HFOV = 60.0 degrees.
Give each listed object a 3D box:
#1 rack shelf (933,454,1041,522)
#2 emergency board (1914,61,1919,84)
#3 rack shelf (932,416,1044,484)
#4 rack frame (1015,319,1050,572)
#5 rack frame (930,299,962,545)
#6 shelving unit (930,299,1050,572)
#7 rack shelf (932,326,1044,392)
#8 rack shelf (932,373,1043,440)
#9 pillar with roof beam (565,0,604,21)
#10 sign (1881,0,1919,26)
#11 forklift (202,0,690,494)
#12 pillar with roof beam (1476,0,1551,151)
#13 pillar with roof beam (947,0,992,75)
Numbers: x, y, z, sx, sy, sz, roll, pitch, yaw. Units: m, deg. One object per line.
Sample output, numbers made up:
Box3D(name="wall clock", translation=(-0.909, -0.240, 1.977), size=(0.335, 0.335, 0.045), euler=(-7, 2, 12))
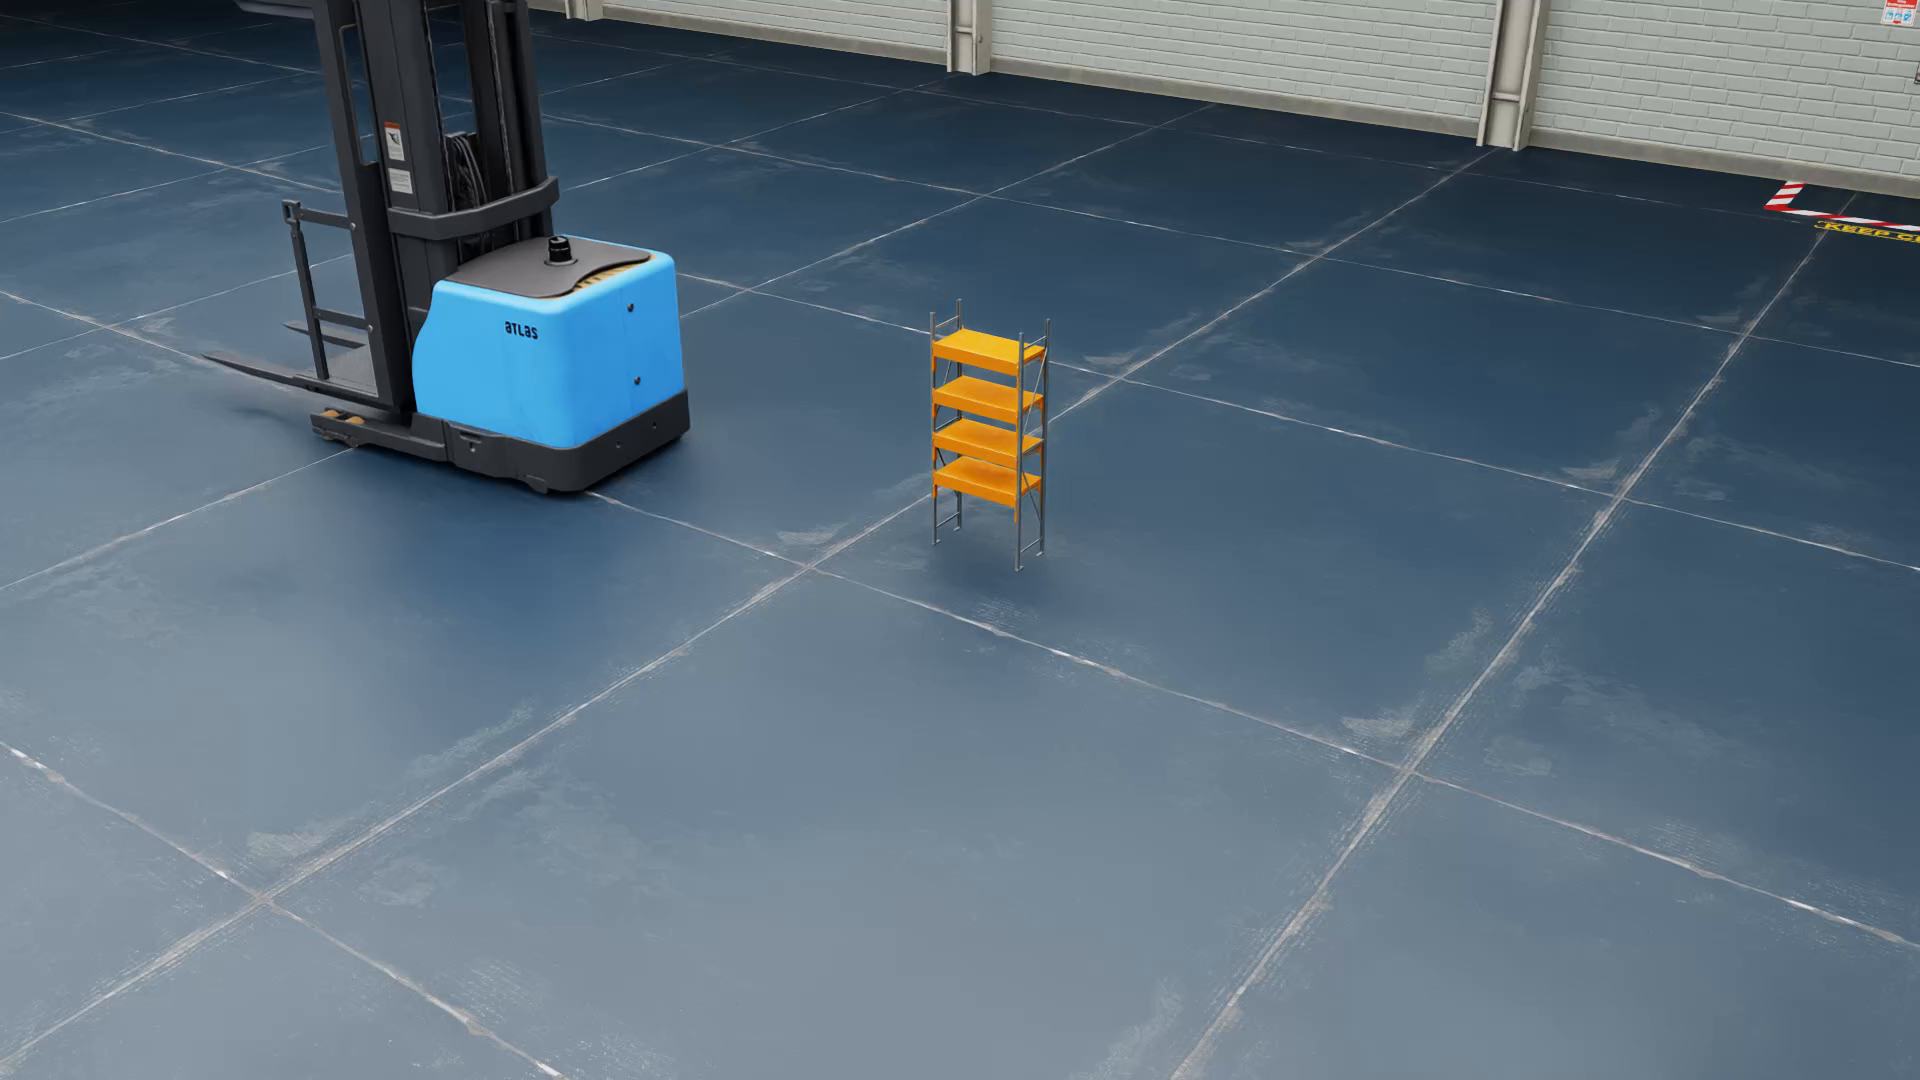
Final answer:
Box3D(name="rack shelf", translation=(0.136, -0.255, 8.015), size=(0.480, 0.148, 0.258), euler=(17, 32, 30))
Box3D(name="emergency board", translation=(7.981, -4.130, 13.059), size=(0.626, 1.169, 0.157), euler=(17, 32, 30))
Box3D(name="rack shelf", translation=(0.136, -0.432, 7.925), size=(0.480, 0.148, 0.258), euler=(17, 32, 30))
Box3D(name="rack frame", translation=(0.338, -0.430, 7.771), size=(0.015, 1.200, 0.240), euler=(17, 32, 30))
Box3D(name="rack frame", translation=(-0.065, -0.555, 8.017), size=(0.015, 1.200, 0.240), euler=(17, 32, 30))
Box3D(name="shelving unit", translation=(0.136, -0.492, 7.894), size=(0.503, 1.200, 0.258), euler=(17, 32, 30))
Box3D(name="rack shelf", translation=(0.136, -0.842, 7.716), size=(0.480, 0.148, 0.258), euler=(17, 32, 30))
Box3D(name="rack shelf", translation=(0.136, -0.632, 7.823), size=(0.480, 0.148, 0.258), euler=(17, 32, 30))
Box3D(name="pillar with roof beam", translation=(-7.282, -9.159, 16.325), size=(0.400, 9.000, 9.100), euler=(17, 32, 30))
Box3D(name="sign", translation=(7.580, -4.318, 13.387), size=(0.234, 0.329, 0.001), euler=(17, 32, 30))
Box3D(name="forklift", translation=(-3.052, -2.016, 8.980), size=(3.031, 2.935, 1.130), euler=(14, 30, 26))
Box3D(name="pillar with roof beam", translation=(2.610, -6.077, 10.270), size=(0.400, 9.000, 9.100), euler=(17, 32, 30))
Box3D(name="pillar with roof beam", translation=(-2.336, -7.618, 13.298), size=(0.400, 9.000, 9.100), euler=(17, 32, 30))
